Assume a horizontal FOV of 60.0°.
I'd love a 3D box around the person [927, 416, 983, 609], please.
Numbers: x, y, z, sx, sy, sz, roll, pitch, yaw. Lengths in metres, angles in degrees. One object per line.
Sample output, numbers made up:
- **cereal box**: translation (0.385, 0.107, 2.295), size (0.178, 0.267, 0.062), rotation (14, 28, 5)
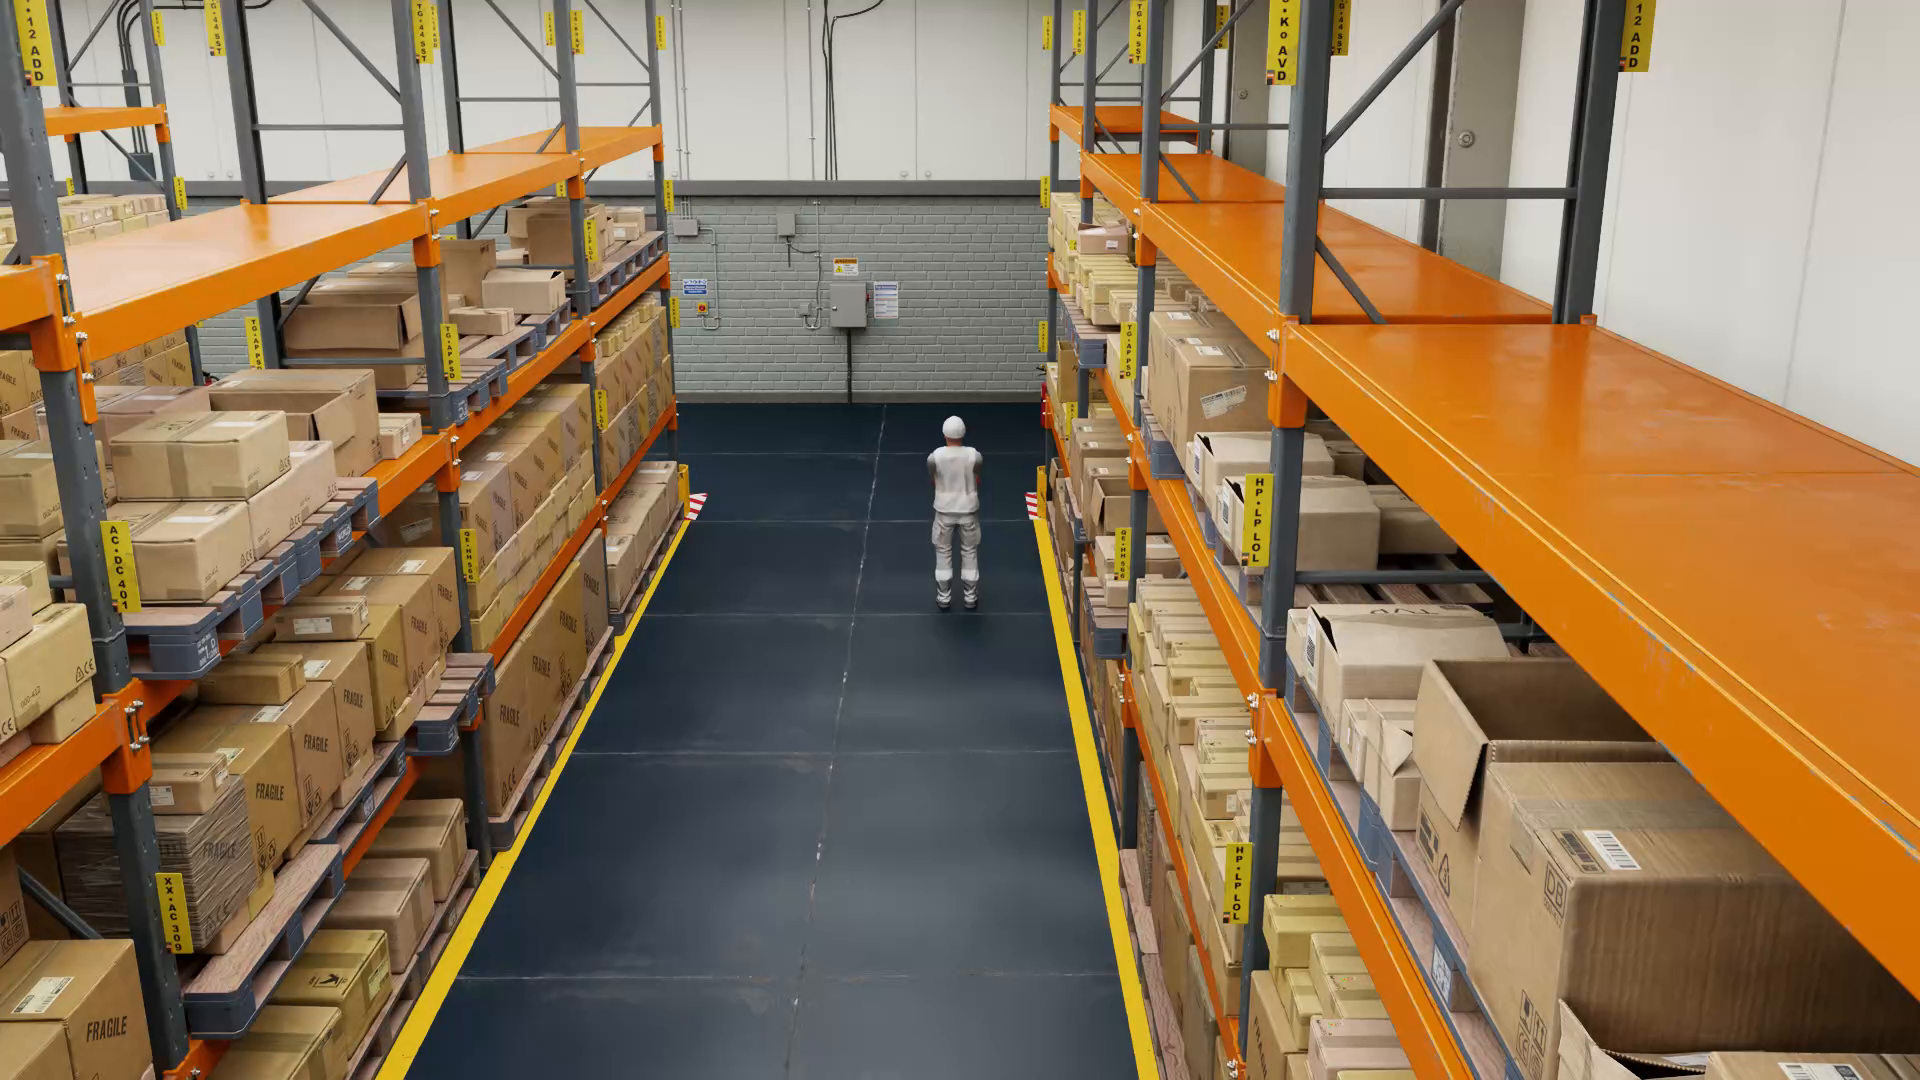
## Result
- **person**: translation (-0.044, -0.282, 15.030), size (0.497, 1.785, 0.561), rotation (0, 17, -1)
